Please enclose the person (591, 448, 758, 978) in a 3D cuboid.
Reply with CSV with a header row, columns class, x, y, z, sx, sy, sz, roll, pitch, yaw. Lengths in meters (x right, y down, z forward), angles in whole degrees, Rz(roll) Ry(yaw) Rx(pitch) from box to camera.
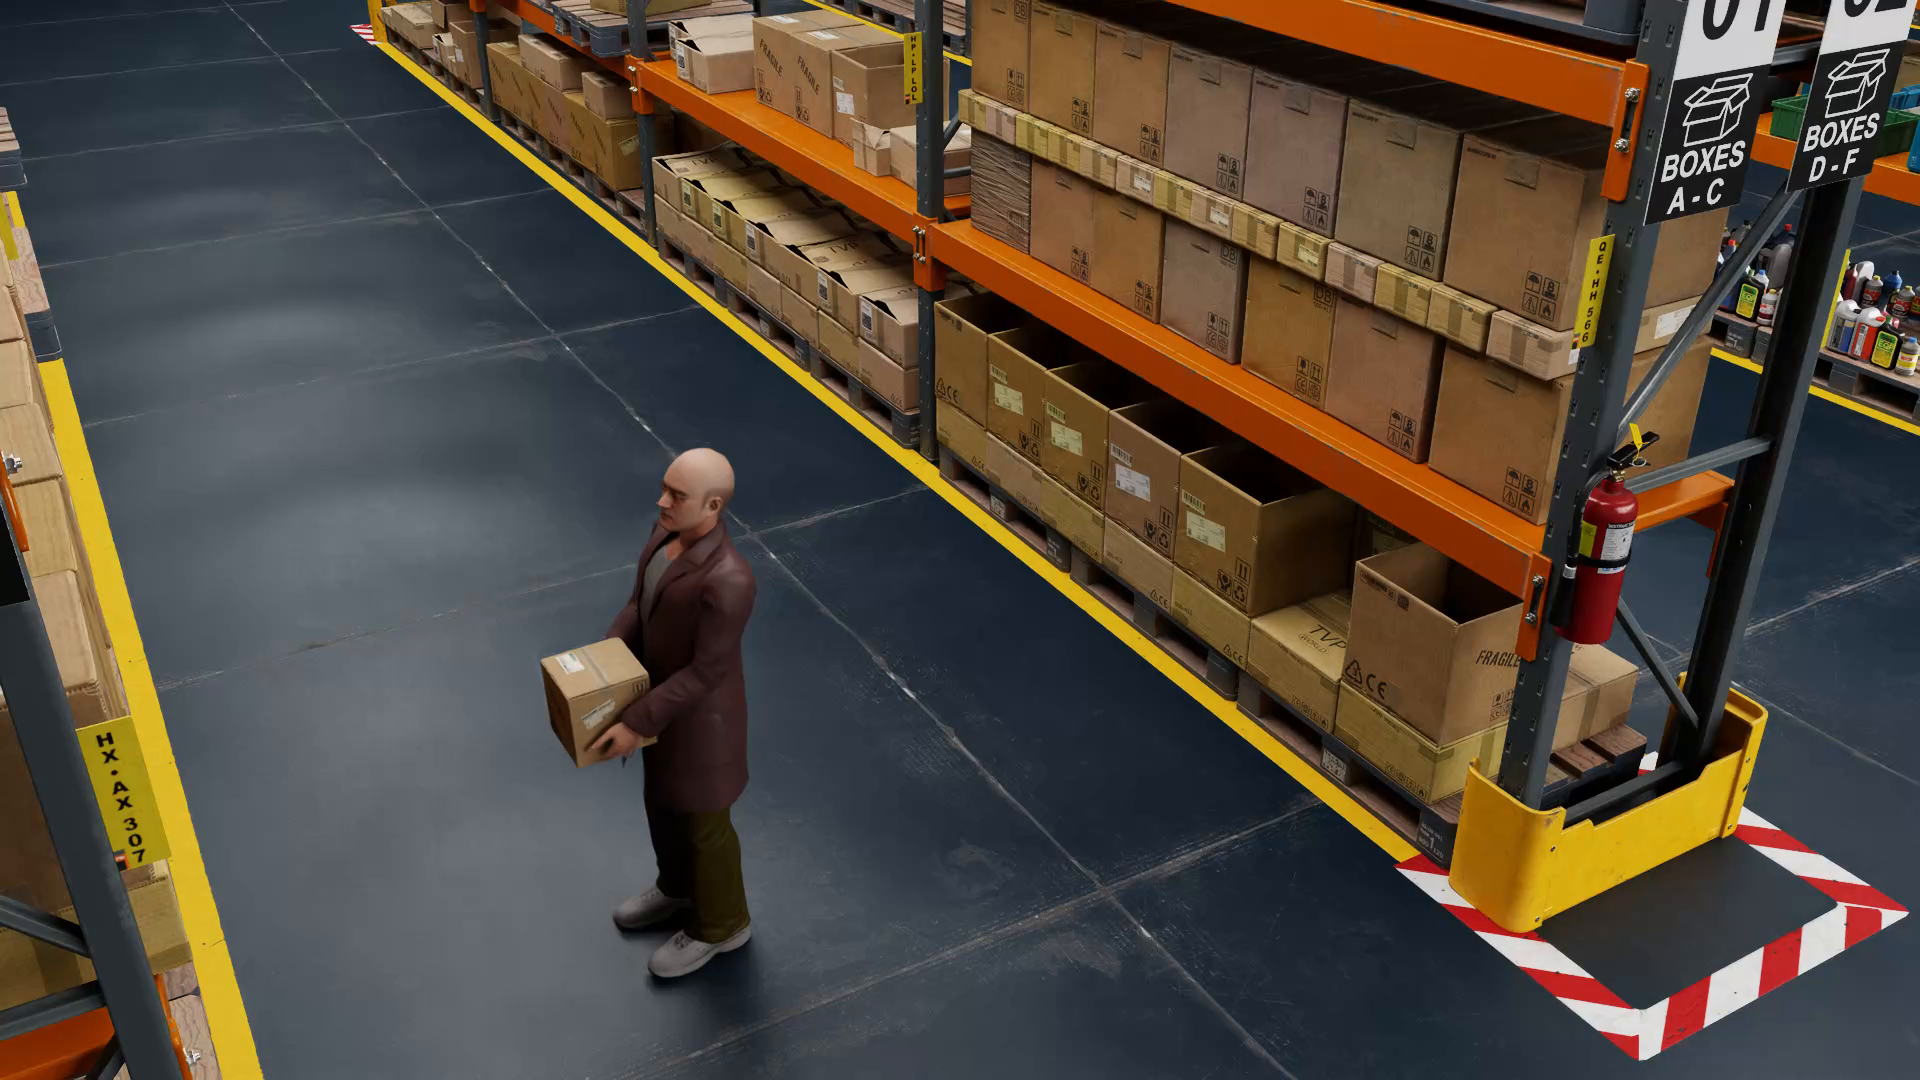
class,x,y,z,sx,sy,sz,roll,pitch,yaw
person,-0.907,0.560,5.110,0.550,1.779,0.545,-16,33,-27
